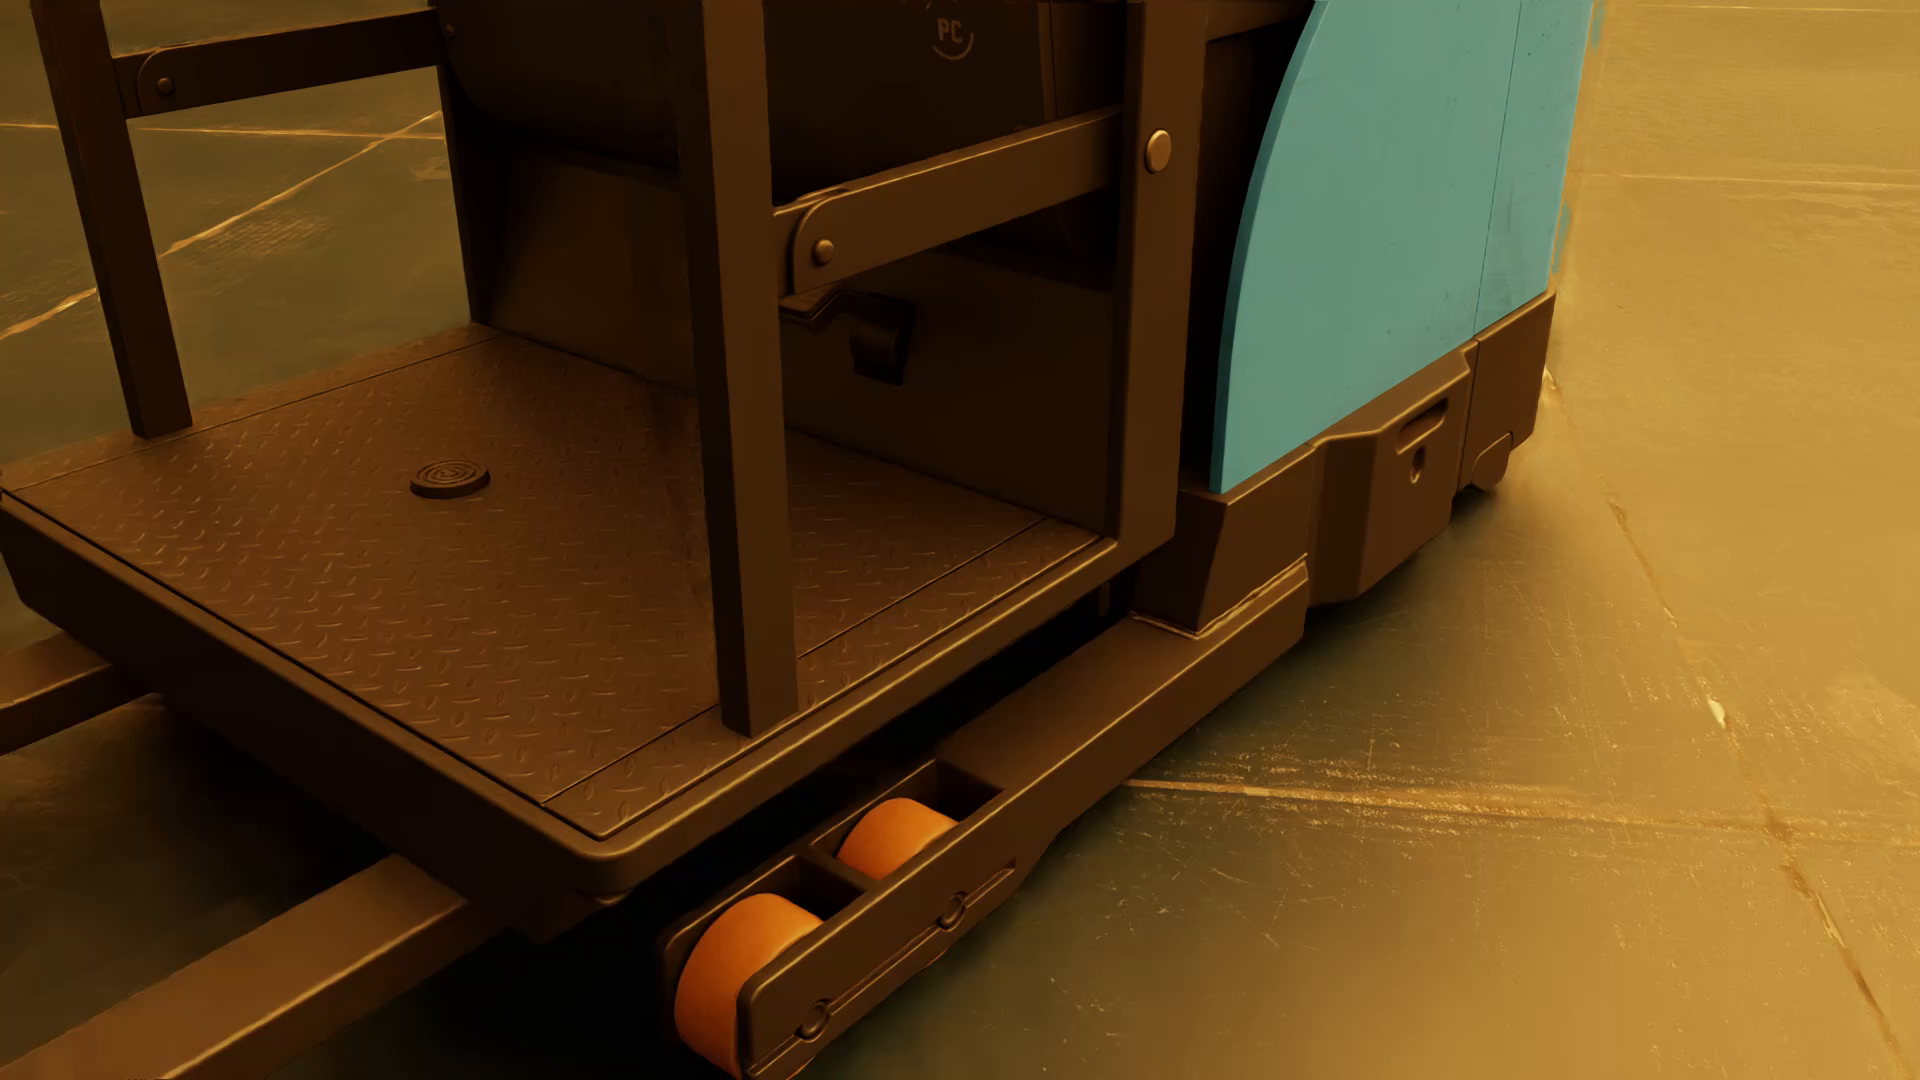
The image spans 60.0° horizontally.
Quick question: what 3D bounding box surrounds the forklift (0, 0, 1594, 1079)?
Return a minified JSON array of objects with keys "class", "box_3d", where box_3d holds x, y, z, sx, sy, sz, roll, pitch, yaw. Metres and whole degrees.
[{"class":"forklift","box_3d":[-0.384,-1.070,1.362,1.130,2.935,3.031,20,33,34]}]
